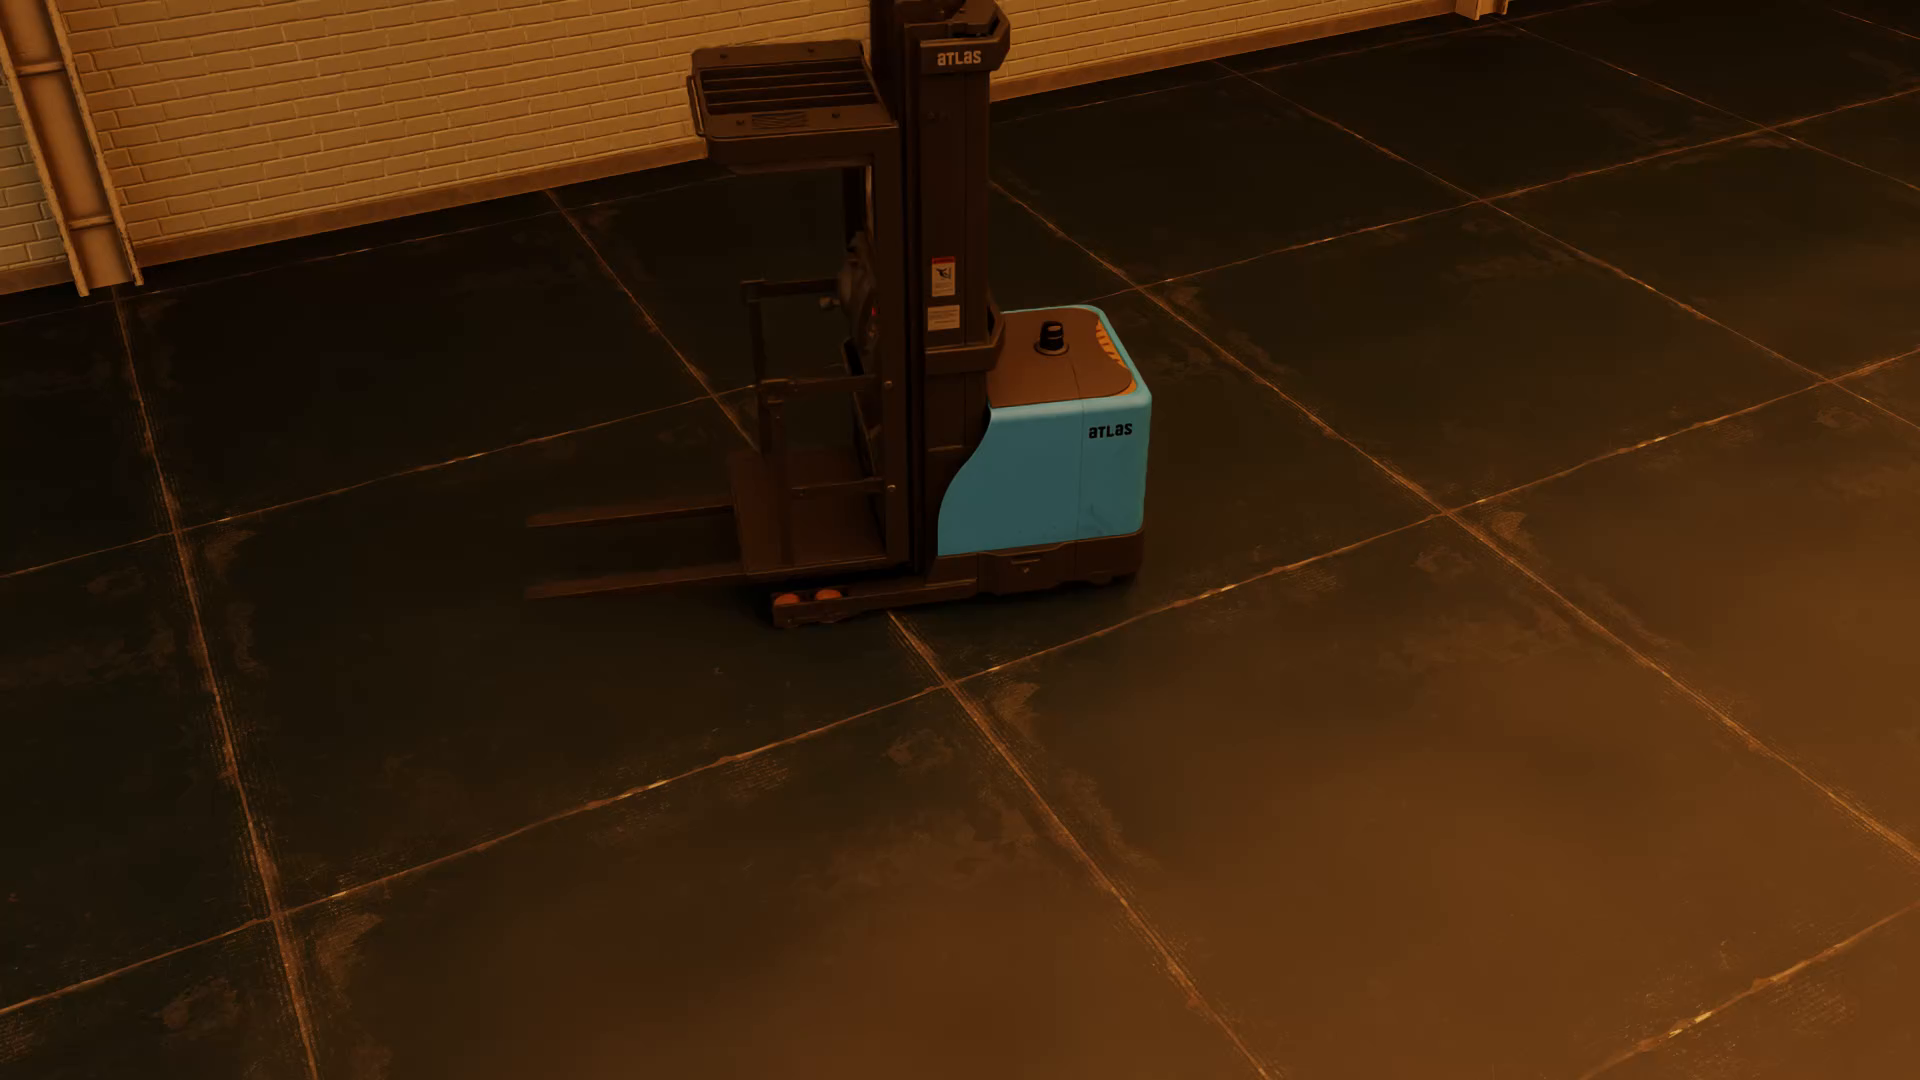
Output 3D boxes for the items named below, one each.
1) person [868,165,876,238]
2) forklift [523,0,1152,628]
[{"bbox_3d":[-0.363,-1.652,9.488,0.438,1.746,0.866,-6,36,-9],"label":"person"},{"bbox_3d":[-0.652,-1.102,7.682,3.031,2.935,1.130,-7,36,-9],"label":"forklift"}]
